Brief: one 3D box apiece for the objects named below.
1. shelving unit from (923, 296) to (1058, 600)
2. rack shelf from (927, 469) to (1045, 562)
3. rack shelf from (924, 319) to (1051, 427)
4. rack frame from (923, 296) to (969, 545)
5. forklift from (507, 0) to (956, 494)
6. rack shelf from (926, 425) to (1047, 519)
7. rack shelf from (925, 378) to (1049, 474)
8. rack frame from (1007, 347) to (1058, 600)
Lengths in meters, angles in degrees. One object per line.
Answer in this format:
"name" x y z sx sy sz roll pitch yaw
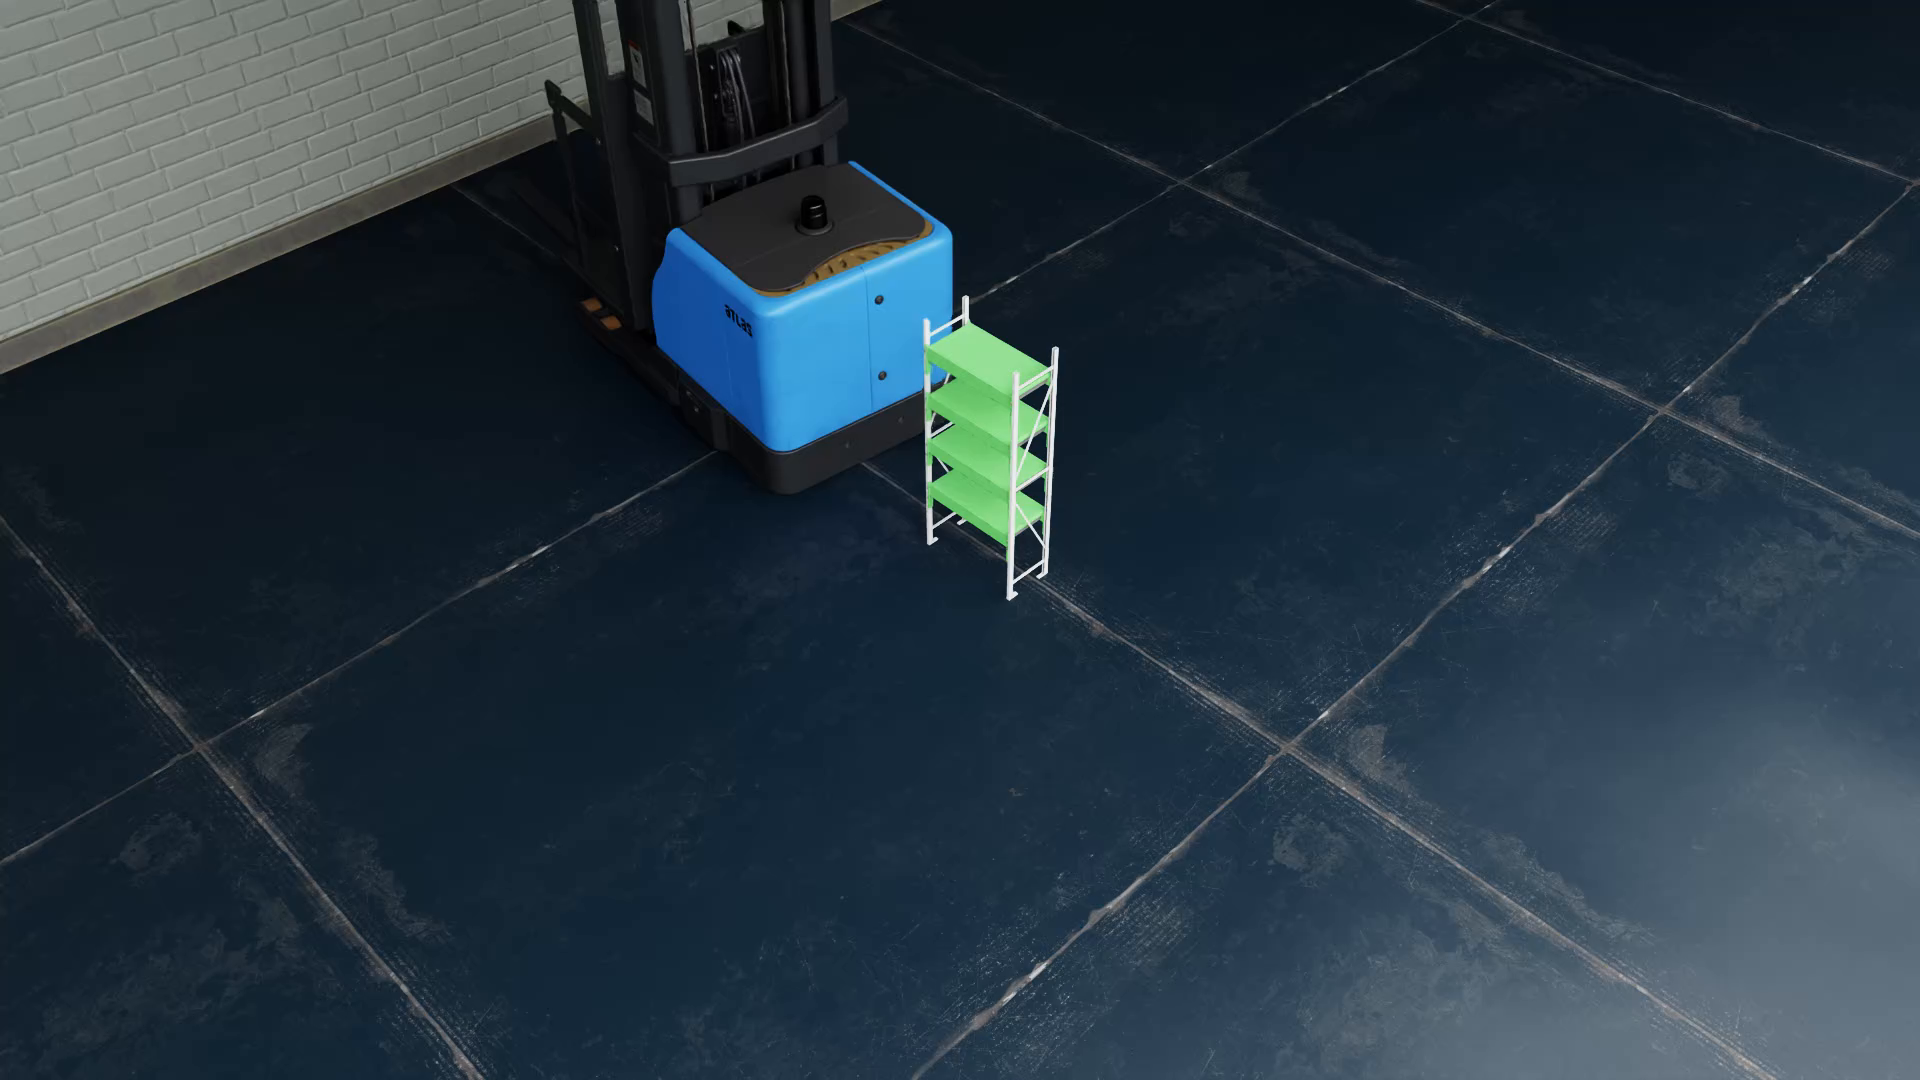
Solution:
"shelving unit" 0.117 -0.361 6.874 0.258 1.200 0.503 -34 53 -31
"rack shelf" 0.117 -0.138 7.080 0.258 0.148 0.480 -34 53 -31
"rack shelf" 0.117 -0.667 6.592 0.258 0.148 0.480 -34 53 -31
"rack frame" -0.055 -0.478 7.001 0.240 1.200 0.015 -34 53 -31
"forklift" -1.314 -2.229 7.620 1.130 2.935 3.031 -28 49 -27
"rack shelf" 0.117 -0.314 6.917 0.258 0.148 0.480 -34 53 -31
"rack shelf" 0.117 -0.490 6.755 0.258 0.148 0.480 -34 53 -31
"rack frame" 0.289 -0.244 6.747 0.240 1.200 0.015 -34 53 -31
